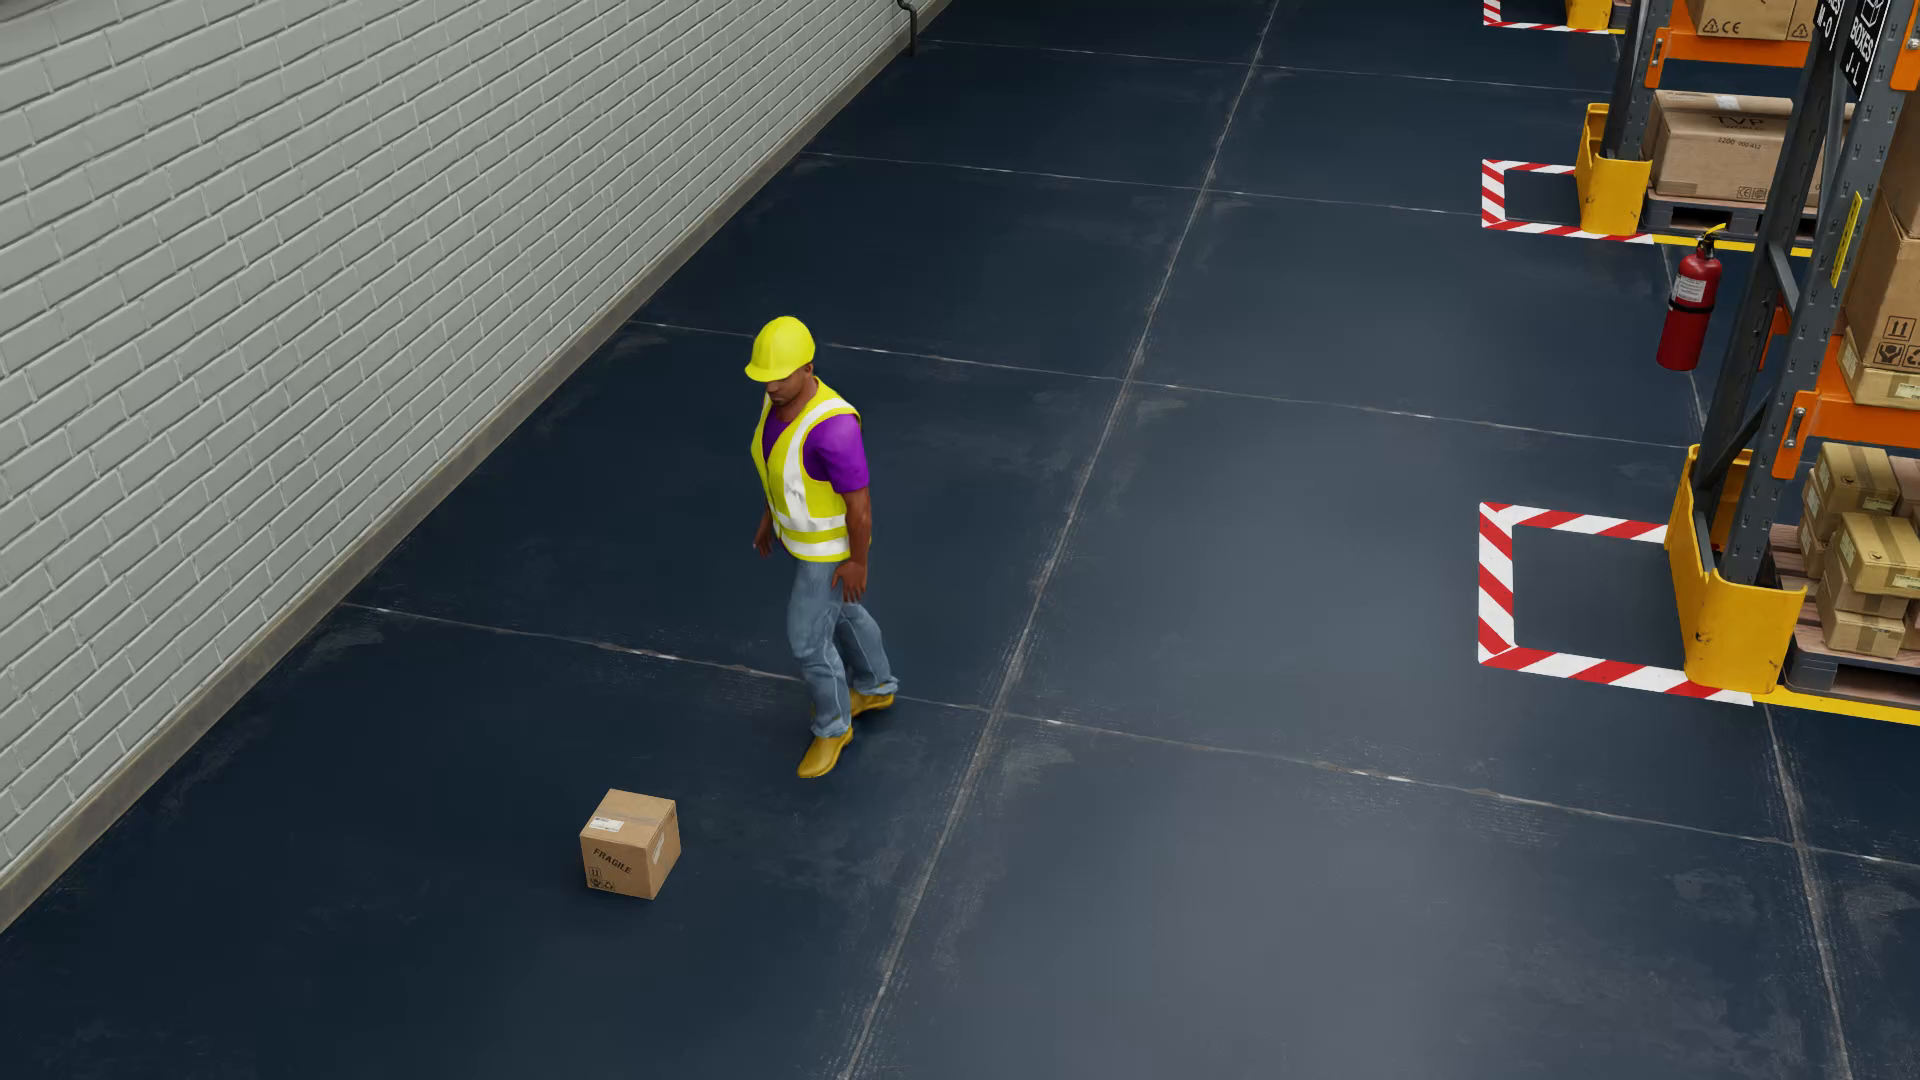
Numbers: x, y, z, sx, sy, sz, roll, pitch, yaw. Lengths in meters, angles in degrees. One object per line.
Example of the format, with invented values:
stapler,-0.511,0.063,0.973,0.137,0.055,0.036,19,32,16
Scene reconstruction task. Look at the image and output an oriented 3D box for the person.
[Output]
person,-0.492,-0.003,6.134,0.537,1.805,0.595,-15,36,-22
